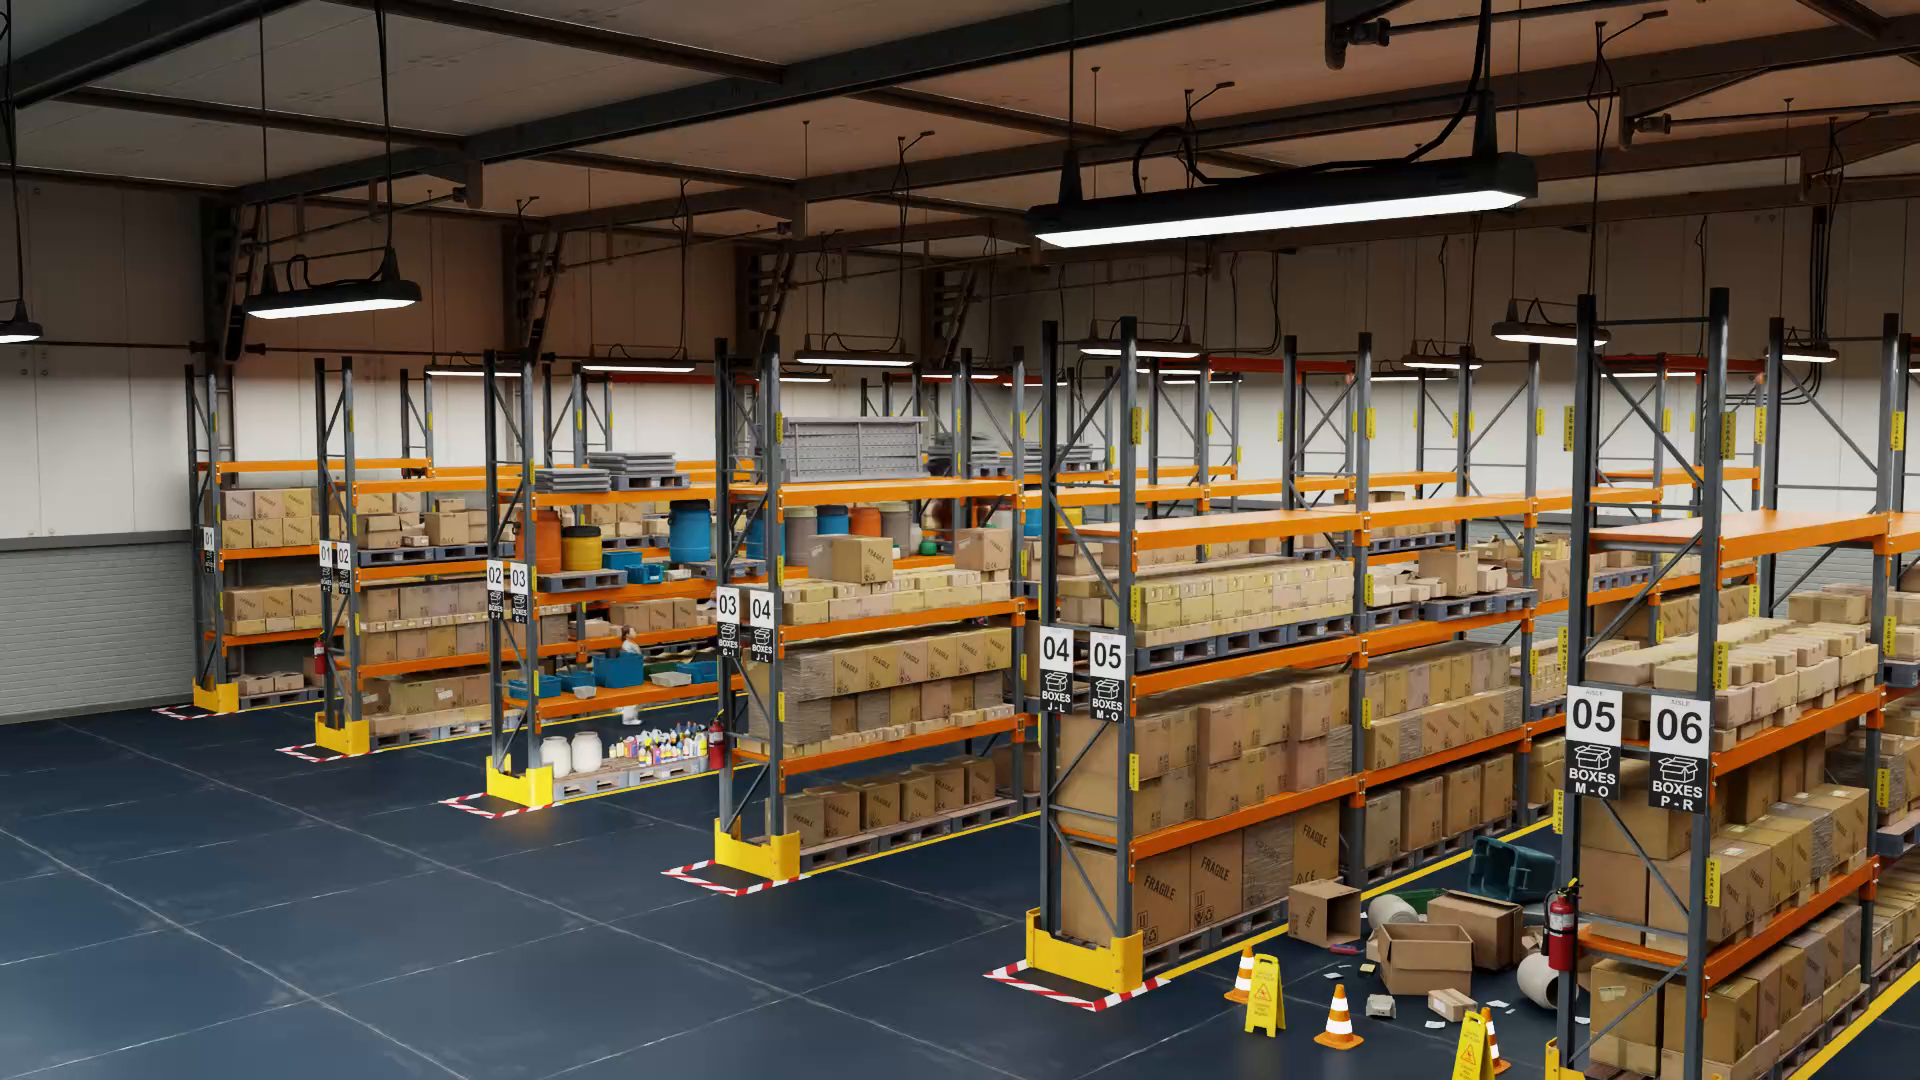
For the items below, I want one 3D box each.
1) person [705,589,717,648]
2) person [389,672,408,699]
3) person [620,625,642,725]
[{"bbox_3d":[-4.866,1.851,33.284,0.349,1.594,0.528,2,5,26],"label":"person"},{"bbox_3d":[-9.580,2.104,28.236,0.669,1.777,0.552,-1,4,-13],"label":"person"},{"bbox_3d":[-5.364,2.225,27.416,0.461,1.675,0.461,-1,4,-10],"label":"person"}]
